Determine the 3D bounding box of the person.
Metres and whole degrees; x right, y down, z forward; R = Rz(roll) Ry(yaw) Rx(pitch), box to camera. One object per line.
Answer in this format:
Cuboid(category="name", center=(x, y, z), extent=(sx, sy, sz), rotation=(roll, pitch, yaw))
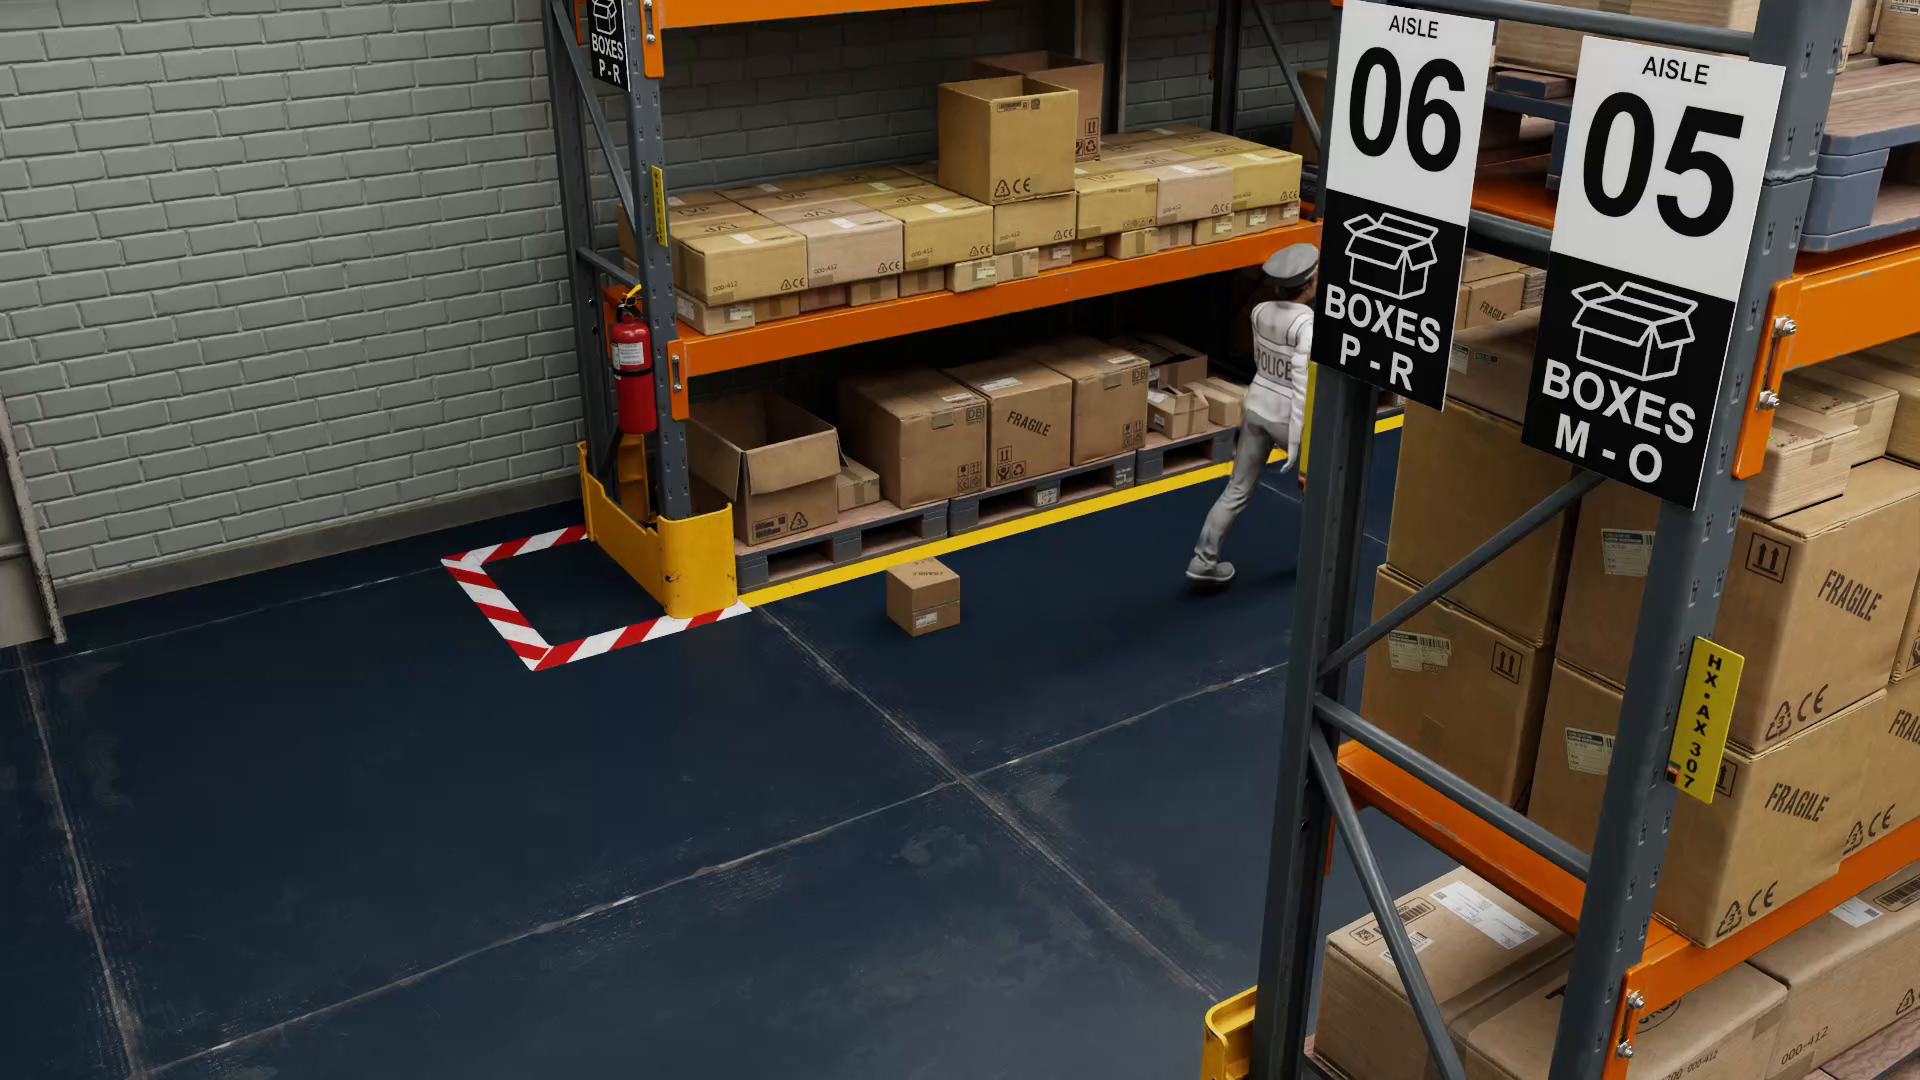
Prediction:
Cuboid(category="person", center=(1.537, -0.598, 7.824), extent=(1.025, 1.631, 0.506), rotation=(-17, 30, -32))
